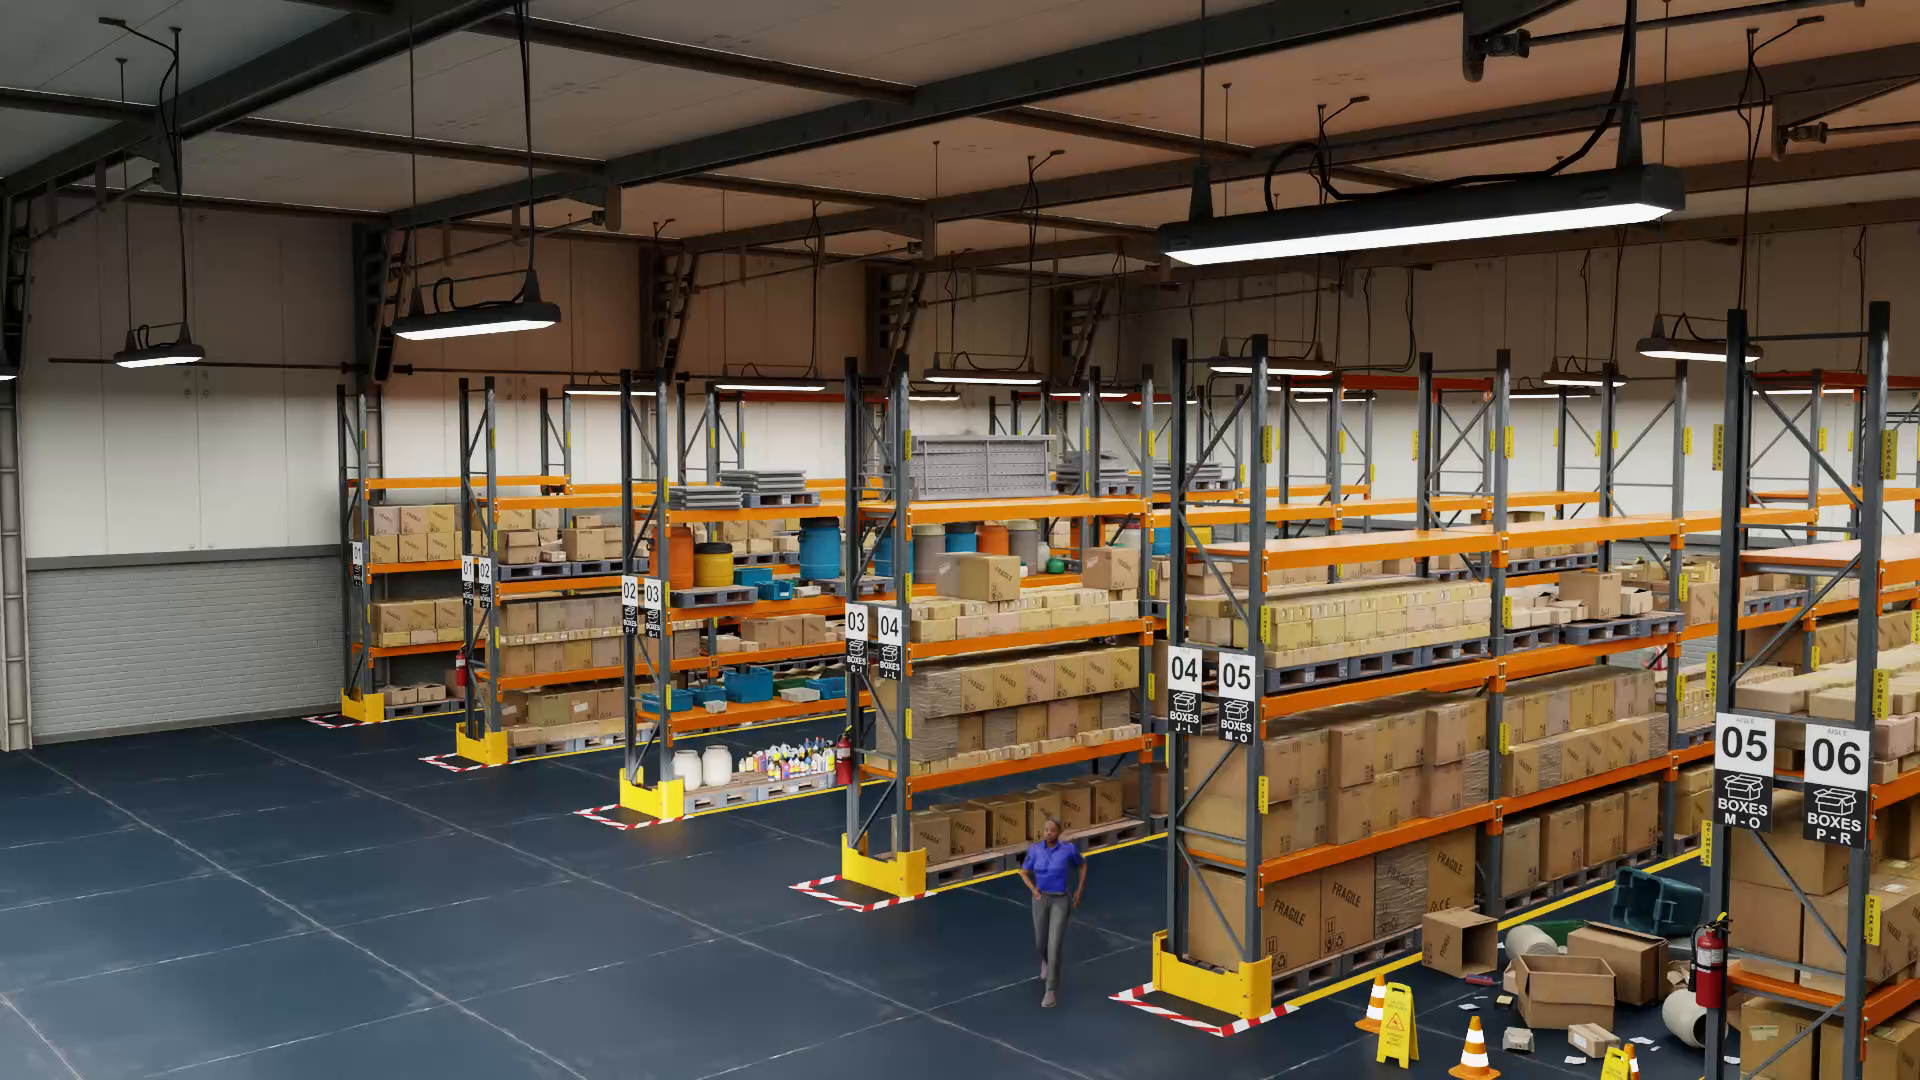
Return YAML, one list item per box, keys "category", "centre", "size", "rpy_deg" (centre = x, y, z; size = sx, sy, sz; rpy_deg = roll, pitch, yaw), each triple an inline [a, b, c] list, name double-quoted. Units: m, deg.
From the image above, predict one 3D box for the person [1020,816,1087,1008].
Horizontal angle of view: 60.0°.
- category: "person"
  centre: [0.855, 3.343, 15.239]
  size: [0.599, 1.670, 0.807]
  rpy_deg: [1, 4, 13]

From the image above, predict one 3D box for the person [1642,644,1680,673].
- category: "person"
  centre: [12.346, 2.403, 29.132]
  size: [0.693, 1.720, 0.531]
  rpy_deg: [-1, 4, -9]
